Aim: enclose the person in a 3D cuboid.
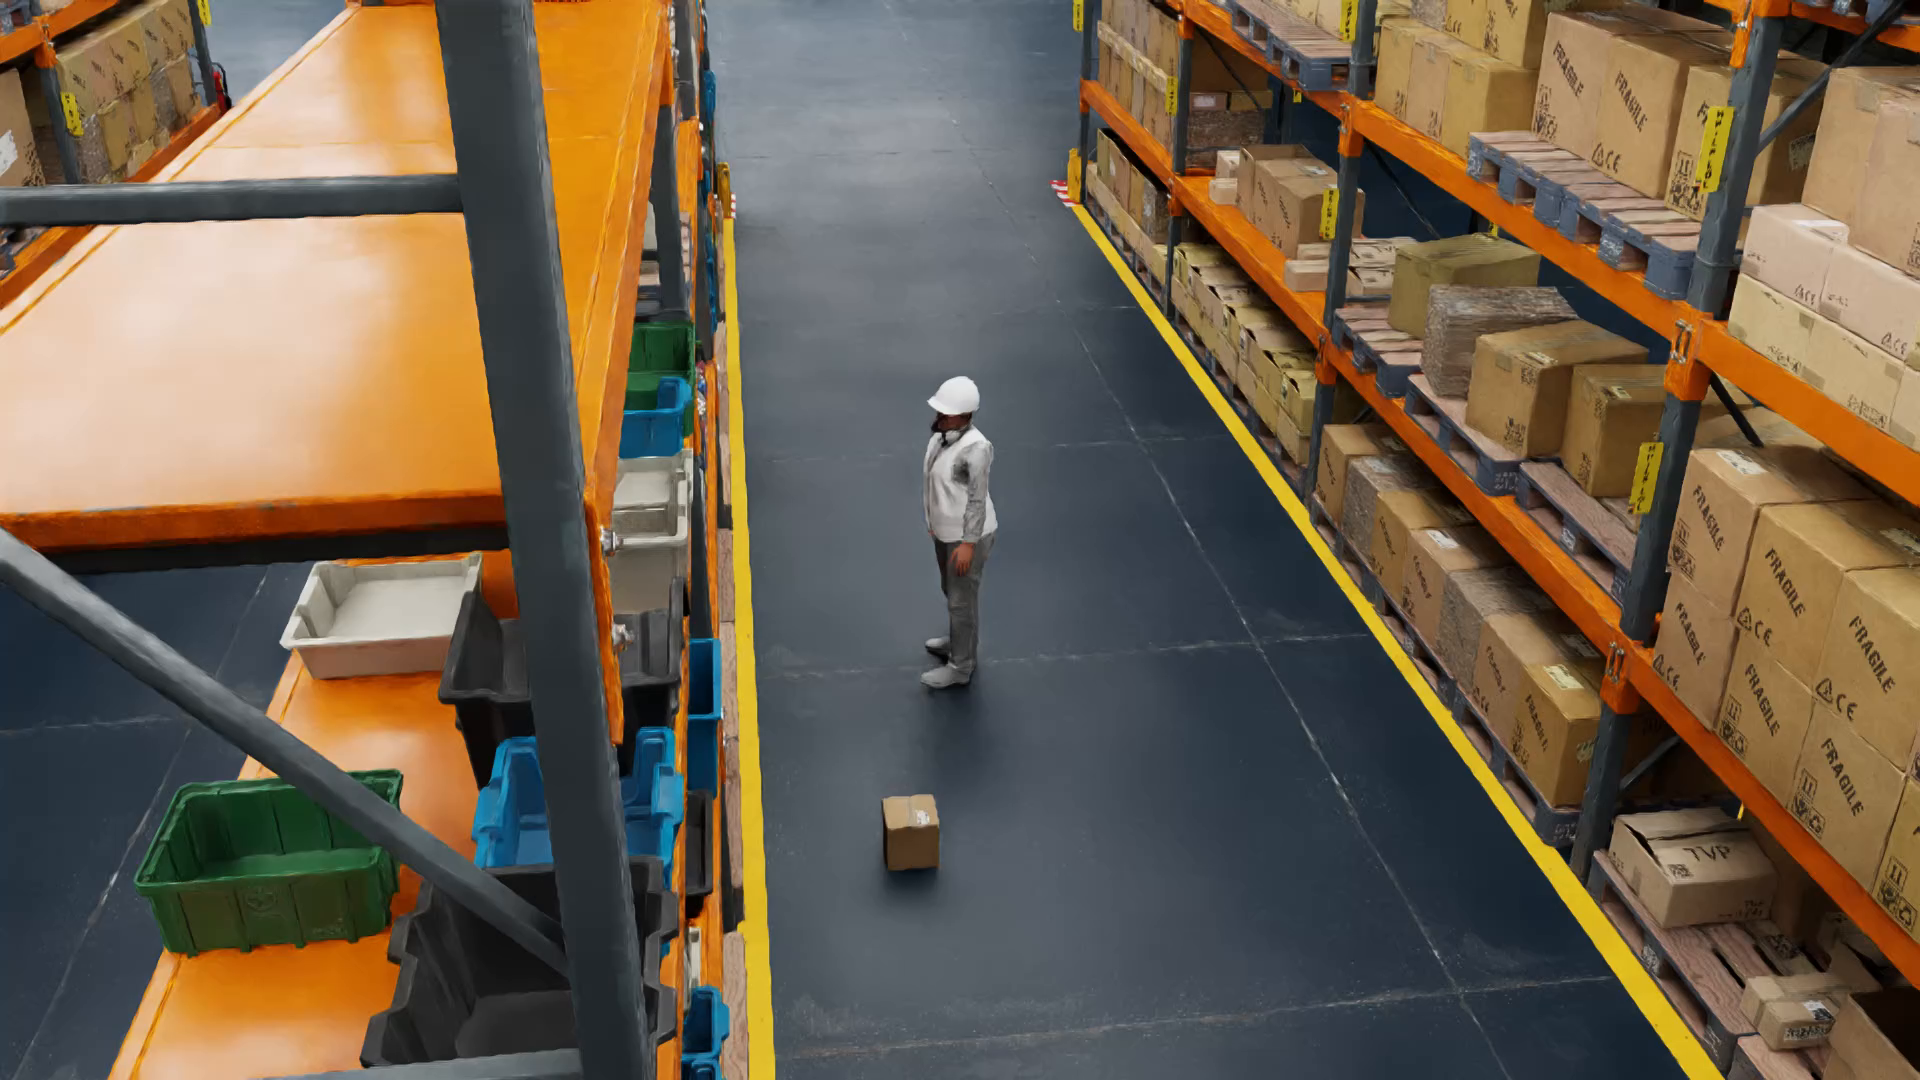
[{"bbox_3d":[-0.062,-0.057,9.126,0.470,1.780,0.584,-10,29,-20],"label":"person"}]
